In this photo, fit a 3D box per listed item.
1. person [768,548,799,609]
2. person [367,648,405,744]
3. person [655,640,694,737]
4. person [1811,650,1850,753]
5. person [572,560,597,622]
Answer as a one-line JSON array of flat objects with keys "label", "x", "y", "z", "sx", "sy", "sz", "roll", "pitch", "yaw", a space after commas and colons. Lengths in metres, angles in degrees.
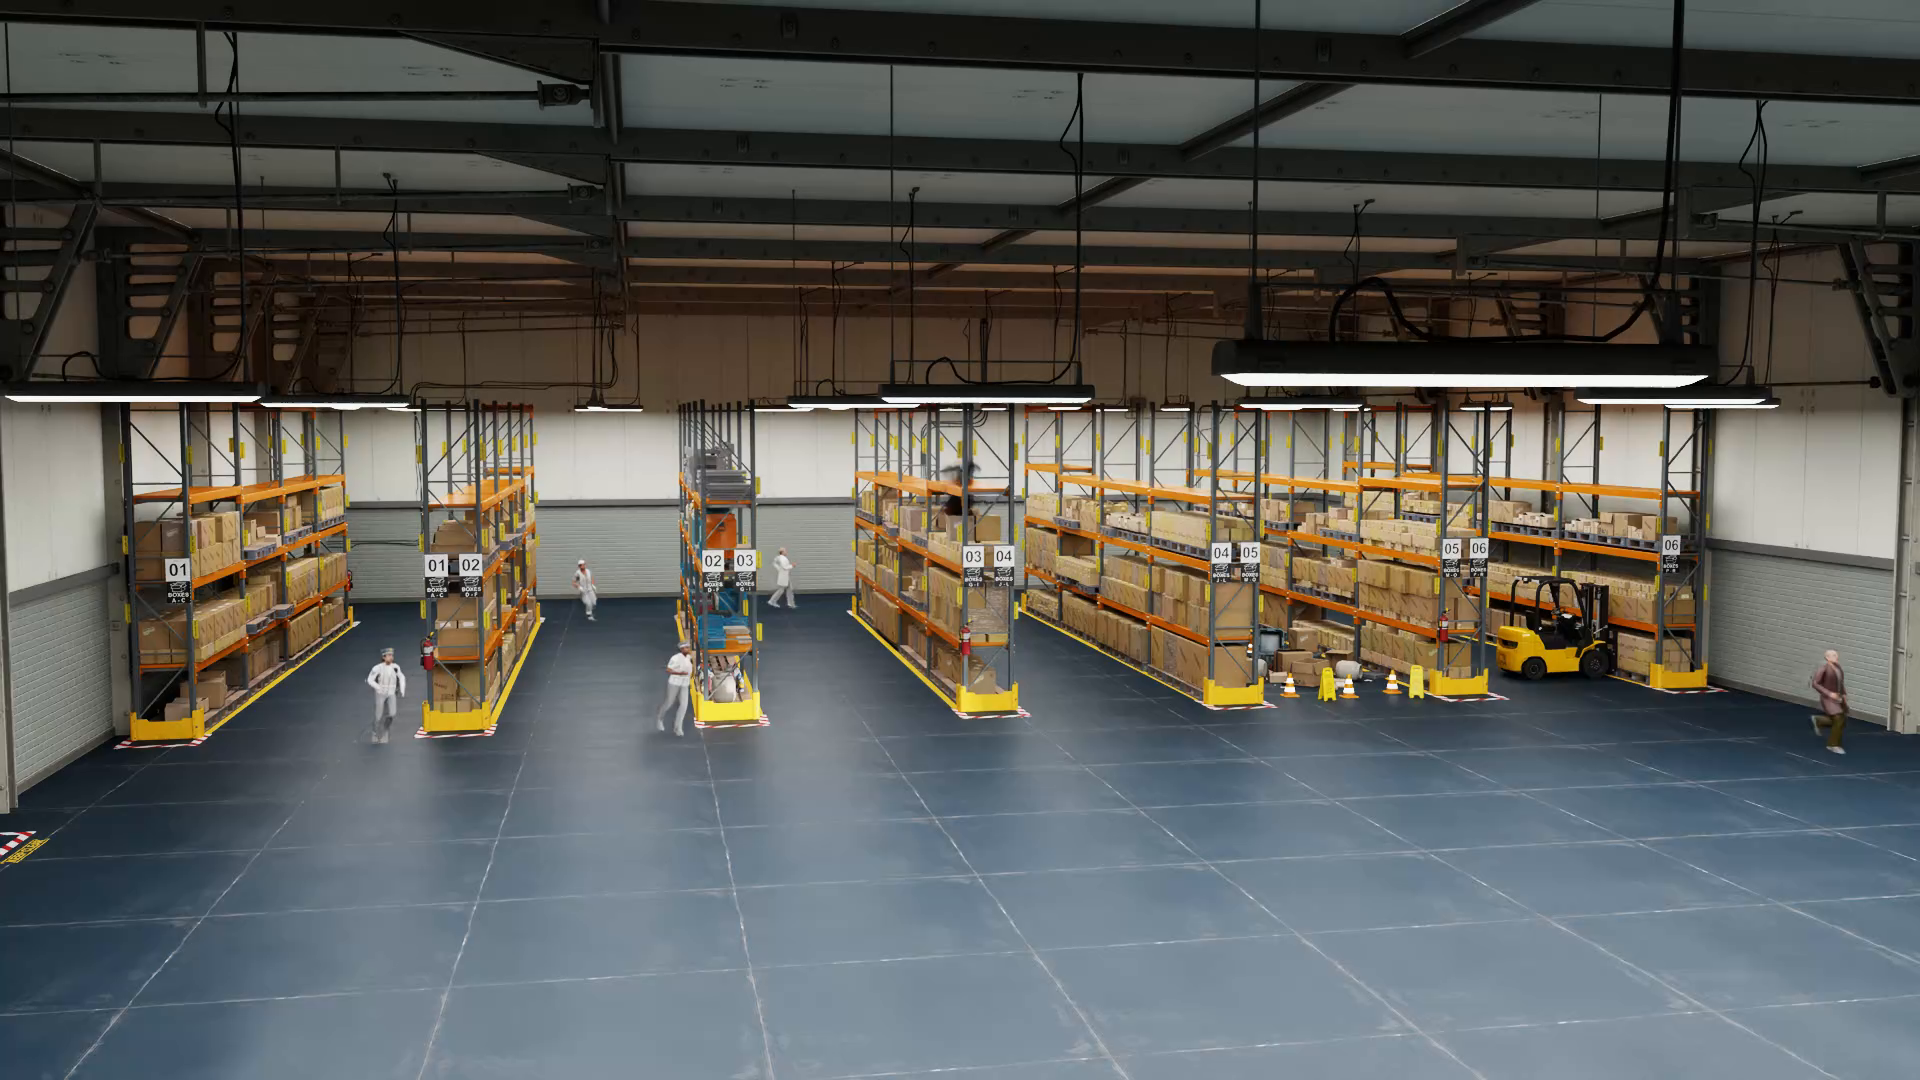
[{"label": "person", "x": -5.193, "y": 1.128, "z": 48.859, "sx": 0.910, "sy": 1.819, "sz": 0.690, "roll": 0, "pitch": 4, "yaw": -6}, {"label": "person", "x": -9.968, "y": 2.707, "z": 28.965, "sx": 0.685, "sy": 1.664, "sz": 0.579, "roll": -3, "pitch": 5, "yaw": -34}, {"label": "person", "x": -5.045, "y": 2.630, "z": 29.941, "sx": 0.615, "sy": 1.682, "sz": 0.872, "roll": -4, "pitch": 6, "yaw": -39}, {"label": "person", "x": 14.830, "y": 2.733, "z": 28.383, "sx": 0.730, "sy": 1.723, "sz": 0.717, "roll": -2, "pitch": 5, "yaw": -30}, {"label": "person", "x": -10.338, "y": 1.412, "z": 45.826, "sx": 0.710, "sy": 1.727, "sz": 0.555, "roll": -3, "pitch": 5, "yaw": -34}]
